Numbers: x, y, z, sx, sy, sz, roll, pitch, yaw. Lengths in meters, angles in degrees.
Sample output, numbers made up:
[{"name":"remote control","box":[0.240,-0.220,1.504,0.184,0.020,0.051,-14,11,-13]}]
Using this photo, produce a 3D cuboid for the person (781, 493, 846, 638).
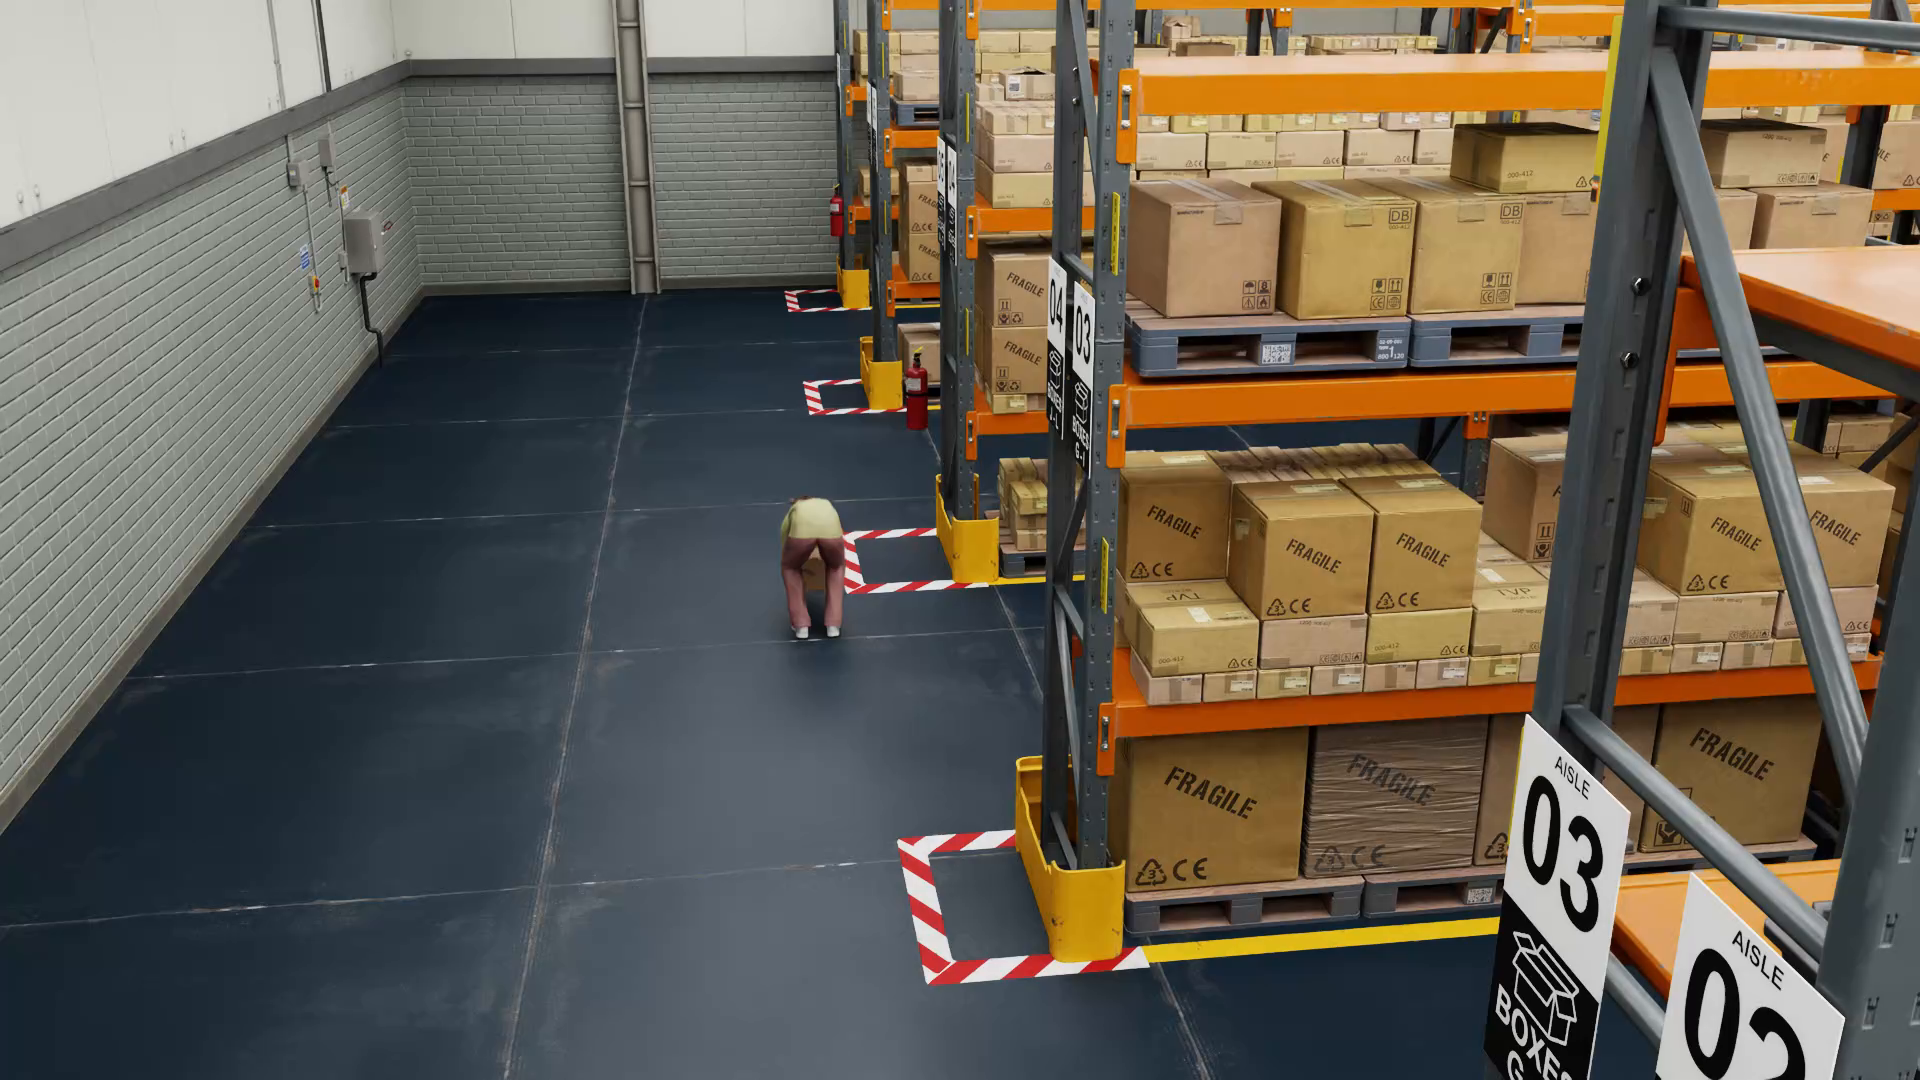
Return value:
[{"name":"person","box":[-1.043,0.154,11.763,0.457,0.914,0.854,-4,20,-10]}]
